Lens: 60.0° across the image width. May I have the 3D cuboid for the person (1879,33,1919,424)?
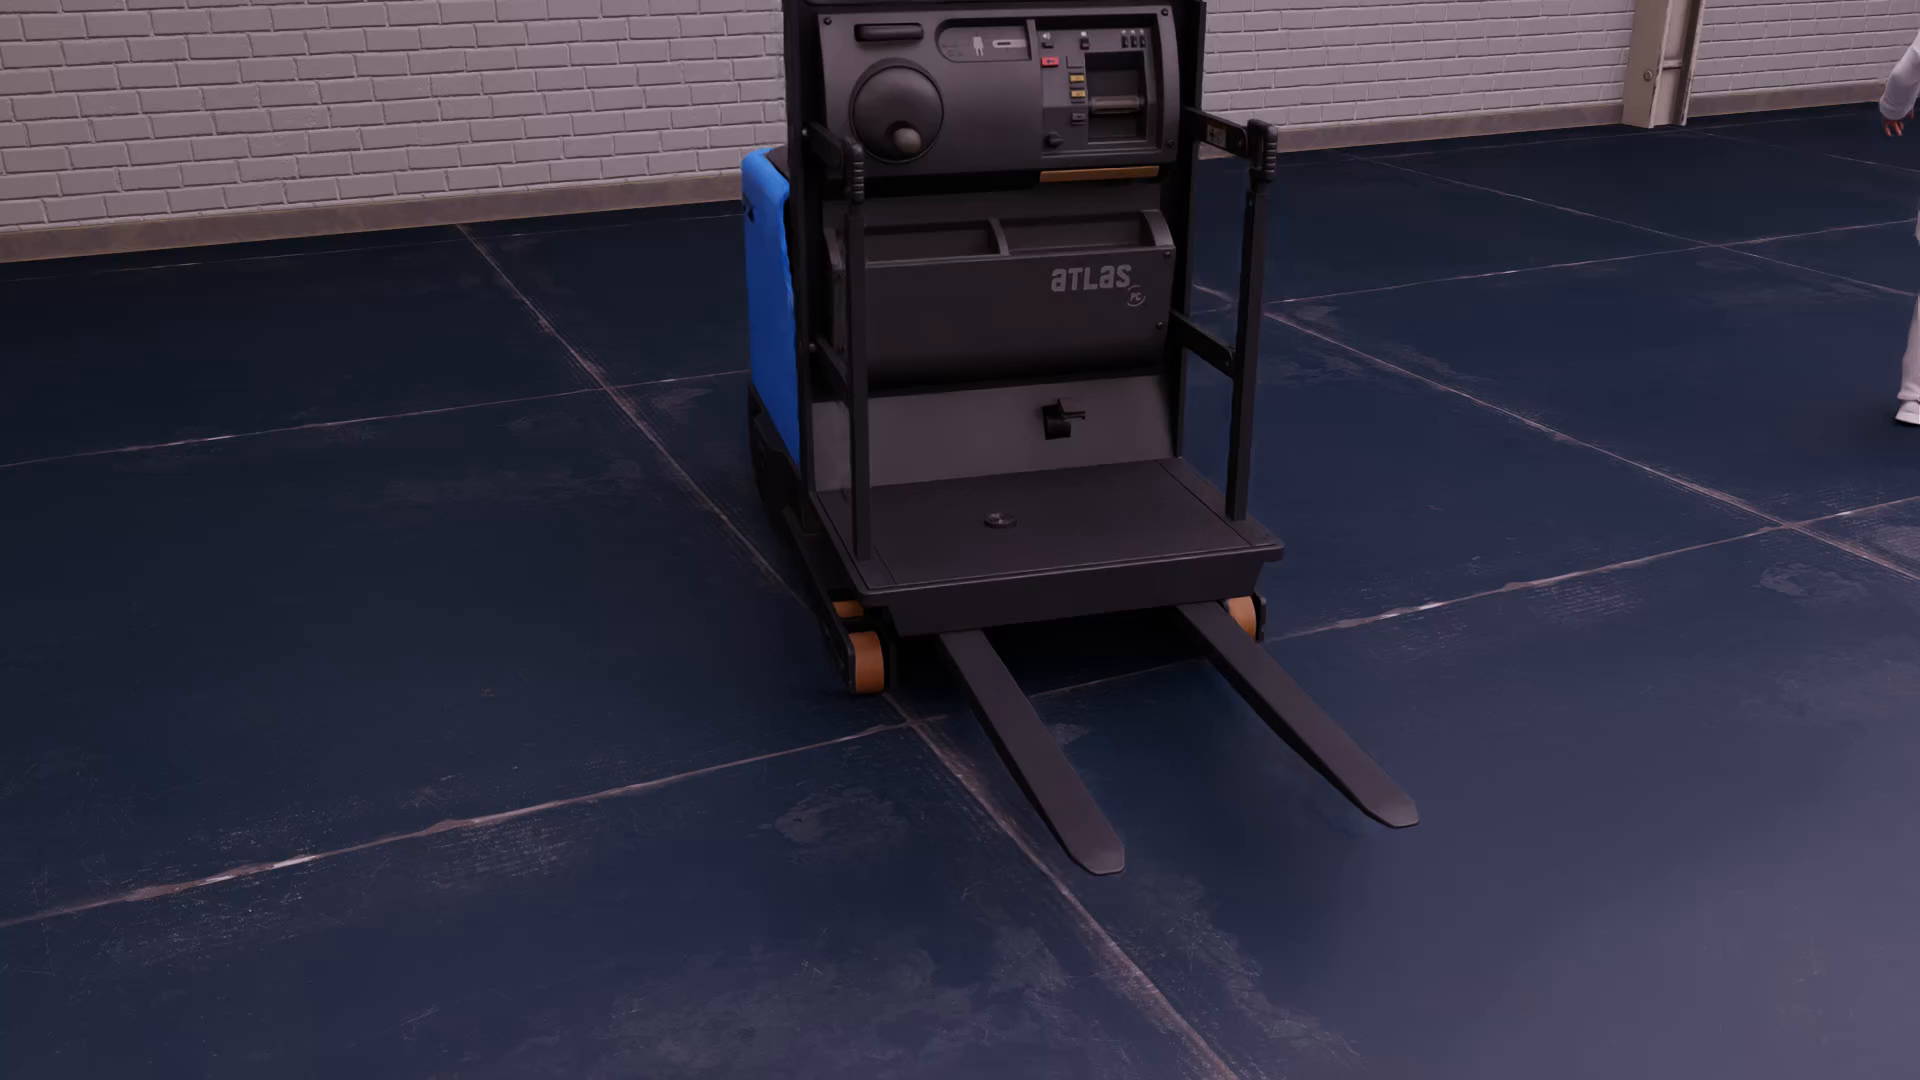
[{"bbox_3d":[3.712,-1.257,5.921,0.556,1.808,0.994,-19,29,-39],"label":"person"}]

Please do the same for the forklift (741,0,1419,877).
[{"bbox_3d":[0.166,-1.128,4.002,1.130,2.935,3.031,-6,23,-14],"label":"forklift"}]
